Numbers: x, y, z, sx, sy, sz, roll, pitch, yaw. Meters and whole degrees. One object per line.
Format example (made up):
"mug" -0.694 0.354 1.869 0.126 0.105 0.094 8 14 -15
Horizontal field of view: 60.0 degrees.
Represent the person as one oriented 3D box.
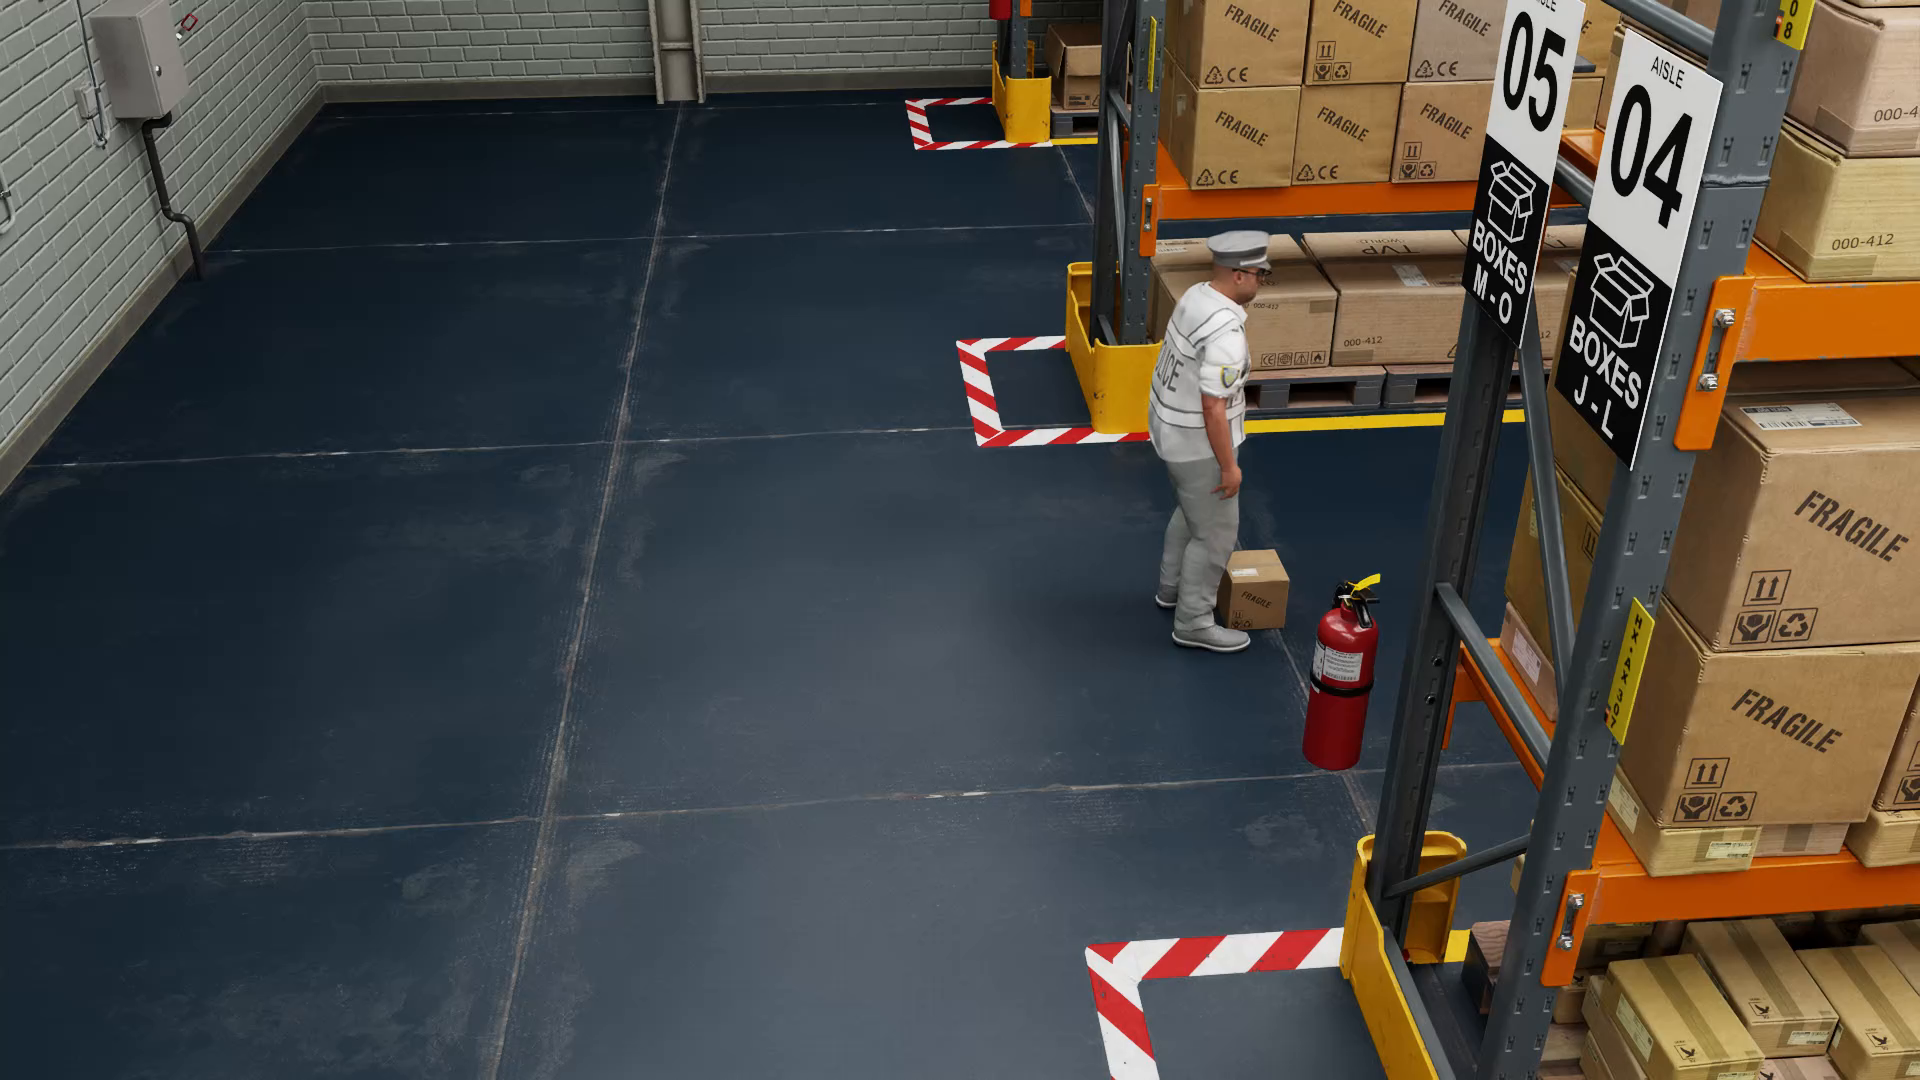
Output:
"person" 0.995 -0.410 6.810 0.432 1.748 0.585 -3 31 -5
